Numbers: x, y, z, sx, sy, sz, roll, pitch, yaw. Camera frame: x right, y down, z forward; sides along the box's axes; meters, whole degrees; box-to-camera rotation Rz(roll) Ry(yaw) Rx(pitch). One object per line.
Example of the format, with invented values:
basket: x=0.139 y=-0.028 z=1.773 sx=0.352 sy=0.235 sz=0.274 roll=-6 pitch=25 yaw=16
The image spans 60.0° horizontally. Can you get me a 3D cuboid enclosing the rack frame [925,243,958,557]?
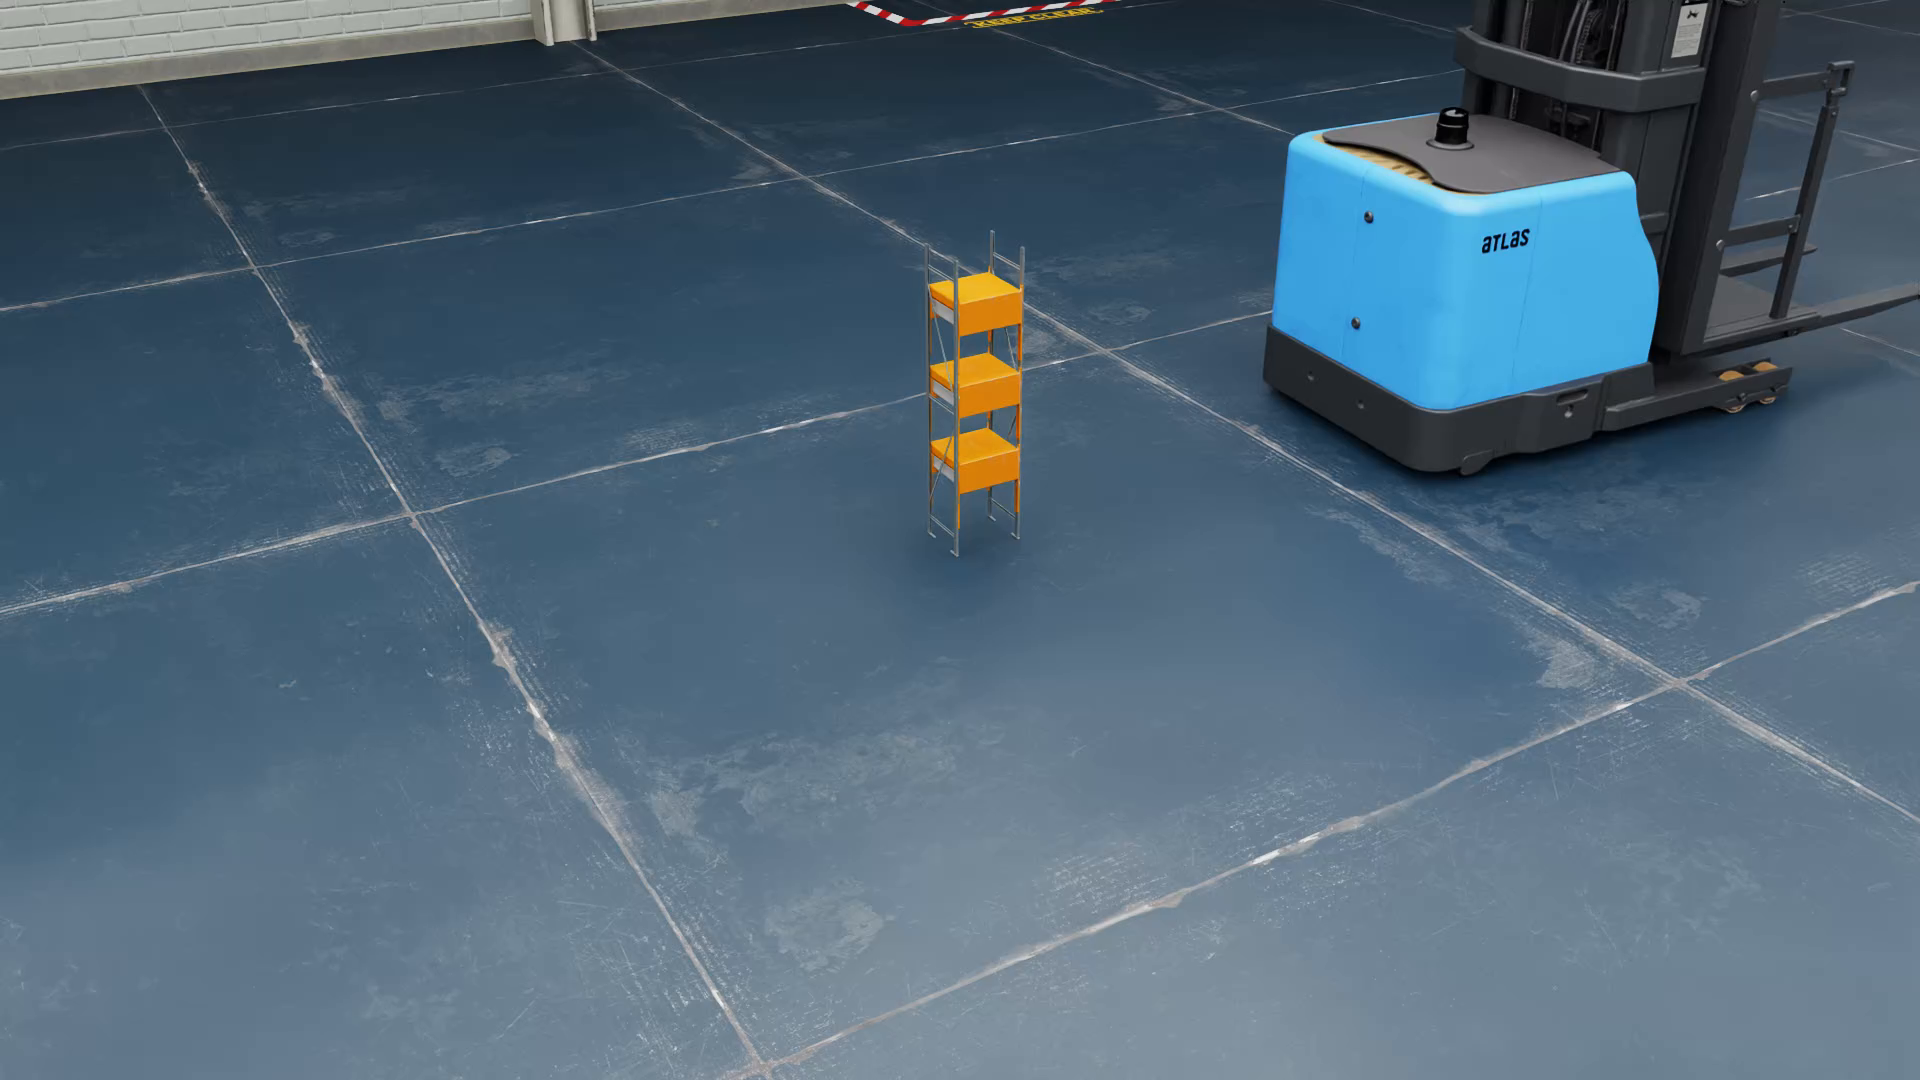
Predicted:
rack frame: x=-0.059 y=-0.443 z=5.466 sx=0.008 sy=1.050 sz=0.200 roll=-16 pitch=33 yaw=-26

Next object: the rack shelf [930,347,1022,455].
rack shelf: x=0.046 y=-0.463 z=5.525 sx=0.240 sy=0.259 sz=0.215 roll=-16 pitch=33 yaw=-26

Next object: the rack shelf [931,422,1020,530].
rack shelf: x=0.046 y=-0.220 z=5.659 sx=0.240 sy=0.259 sz=0.215 roll=-16 pitch=33 yaw=-26

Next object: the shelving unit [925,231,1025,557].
shelving unit: x=0.046 y=-0.473 z=5.520 sx=0.252 sy=1.050 sz=0.215 roll=-16 pitch=33 yaw=-26

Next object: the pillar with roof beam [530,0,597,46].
pillar with roof beam: x=-0.823 y=-5.964 z=7.243 sx=0.400 sy=9.000 sz=9.100 roll=-16 pitch=33 yaw=-26

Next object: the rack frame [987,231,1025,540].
rack frame: x=0.151 y=-0.503 z=5.574 sx=0.008 sy=1.050 sz=0.200 roll=-16 pitch=33 yaw=-26

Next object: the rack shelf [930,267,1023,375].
rack shelf: x=0.046 y=-0.712 z=5.388 sx=0.240 sy=0.259 sz=0.215 roll=-16 pitch=33 yaw=-26

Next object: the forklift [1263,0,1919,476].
forklift: x=2.788 y=-2.006 z=6.351 sx=3.031 sy=2.935 sz=1.130 roll=-14 pitch=32 yaw=-23
